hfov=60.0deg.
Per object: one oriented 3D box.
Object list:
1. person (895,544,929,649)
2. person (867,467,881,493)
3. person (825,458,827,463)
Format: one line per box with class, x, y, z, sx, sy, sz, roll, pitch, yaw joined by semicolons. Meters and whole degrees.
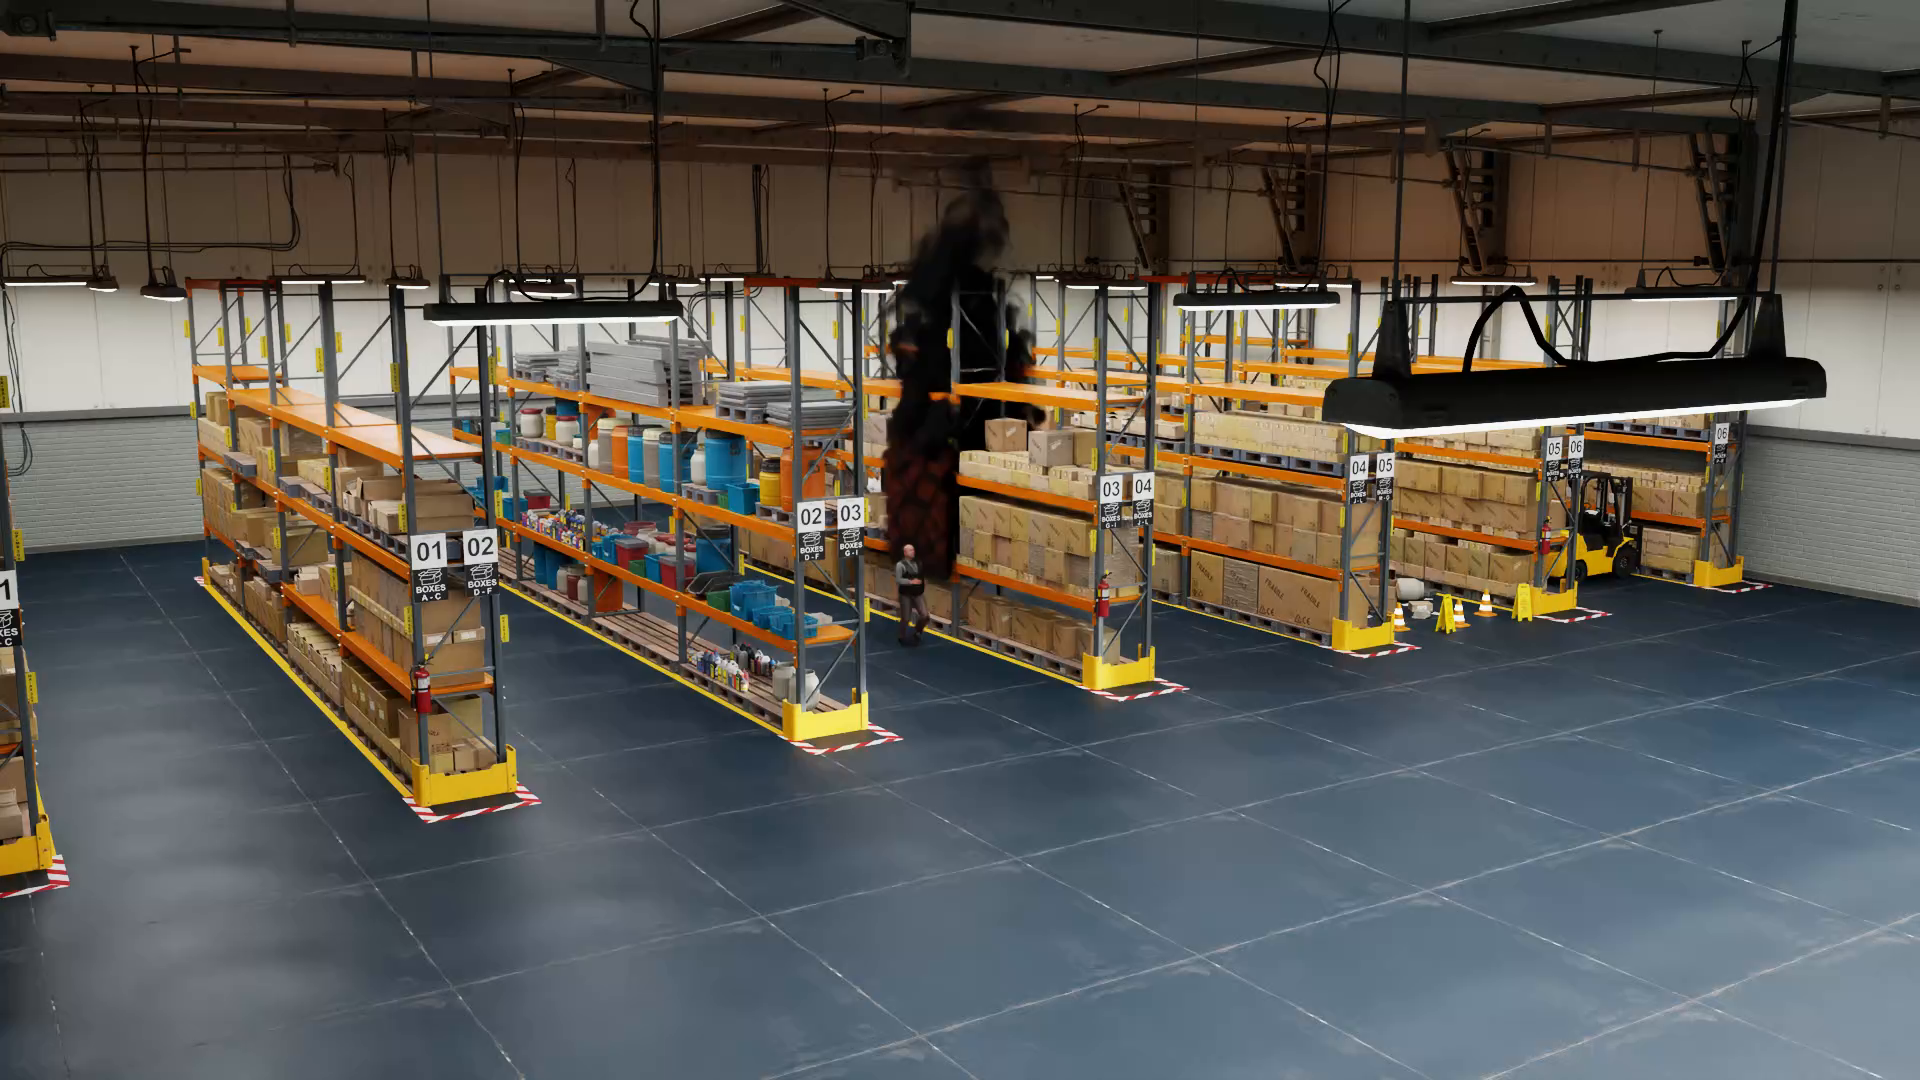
person;-0.783;0.932;27.321;0.627;1.733;0.703;-6;11;-30
person;-1.860;-0.784;37.420;0.663;1.788;0.925;-5;11;-29
person;-3.388;-1.247;40.712;0.538;1.601;0.615;4;10;21
